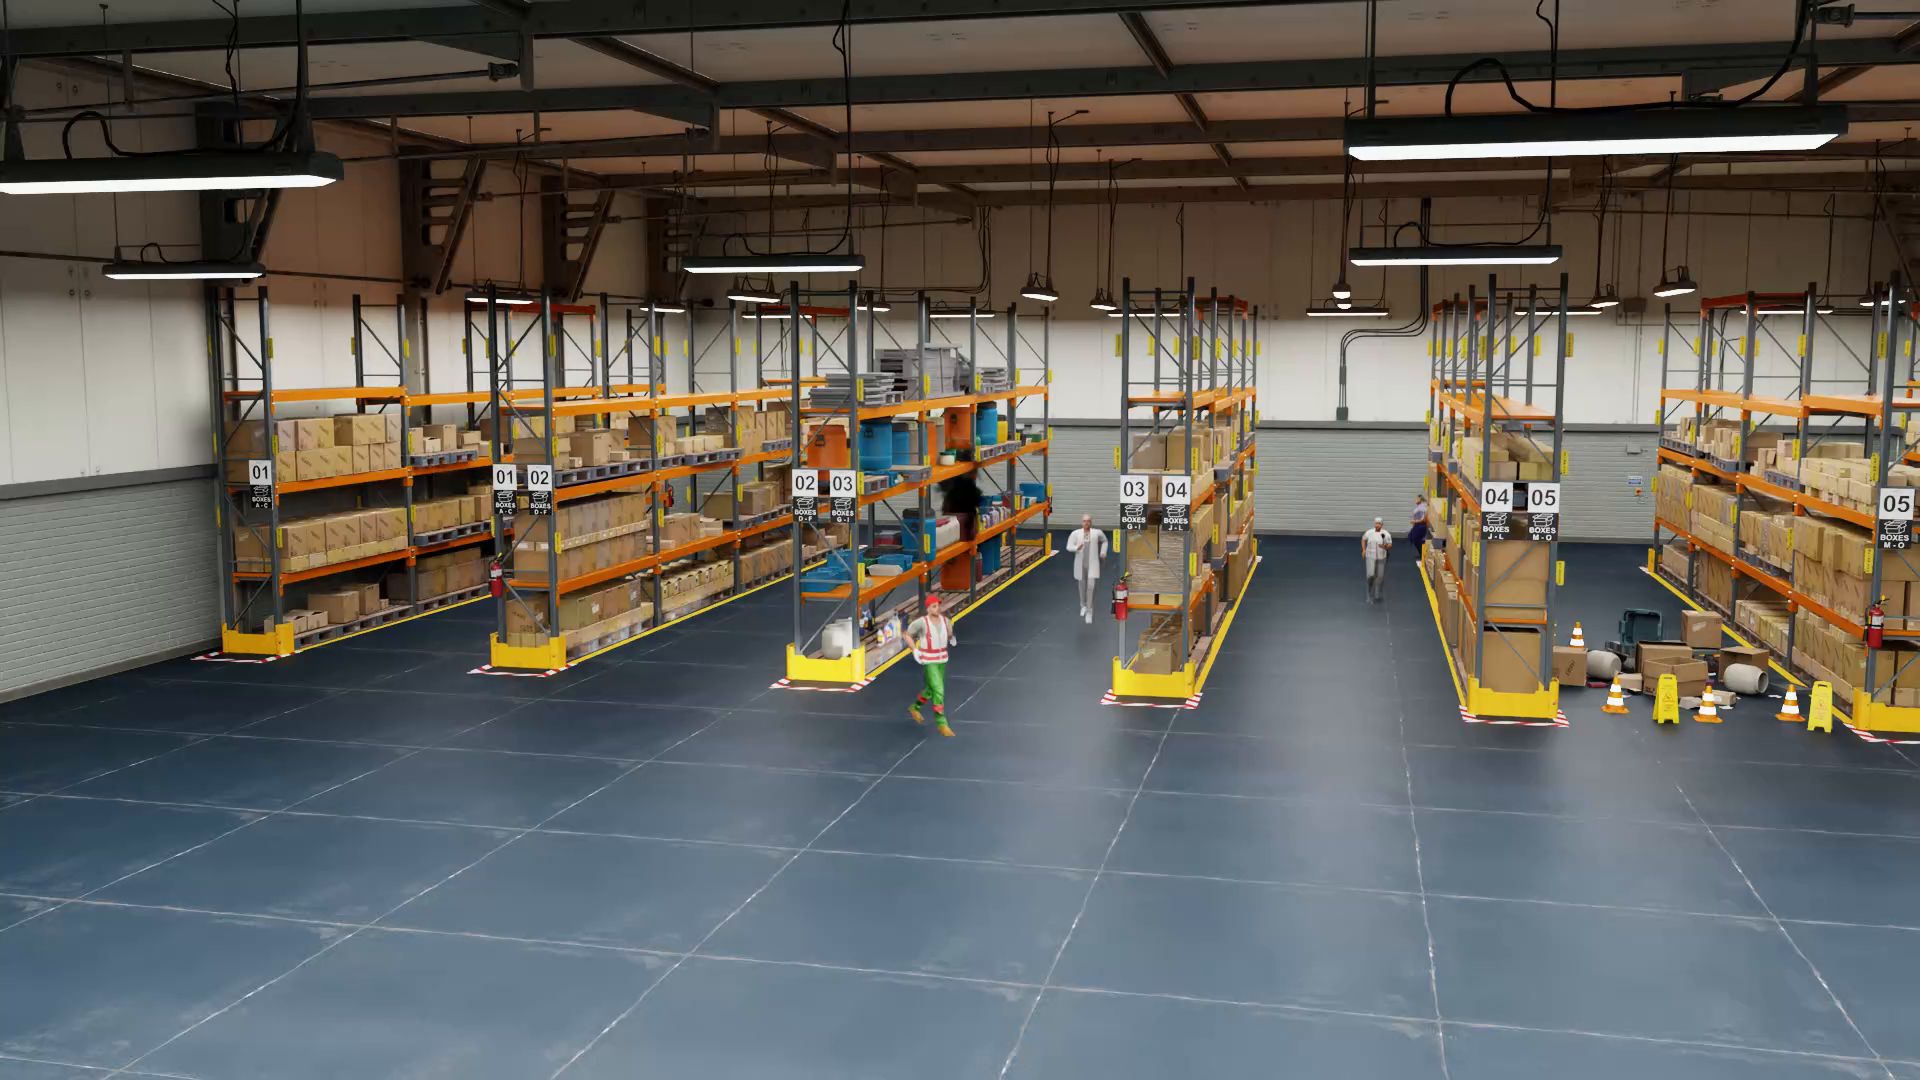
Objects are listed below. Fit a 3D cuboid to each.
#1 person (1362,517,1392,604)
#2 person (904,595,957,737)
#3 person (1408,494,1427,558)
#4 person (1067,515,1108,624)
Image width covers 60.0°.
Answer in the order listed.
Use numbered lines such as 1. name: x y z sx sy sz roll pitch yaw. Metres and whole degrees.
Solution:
1. person: 8.248 0.407 32.921 0.577 1.725 0.741 1 7 11
2. person: -0.346 1.610 21.791 0.633 1.804 0.928 -6 9 -41
3. person: 10.990 -0.323 39.720 0.536 1.548 0.713 0 7 4
4. person: 2.208 0.467 29.037 0.684 1.817 0.889 1 7 11
